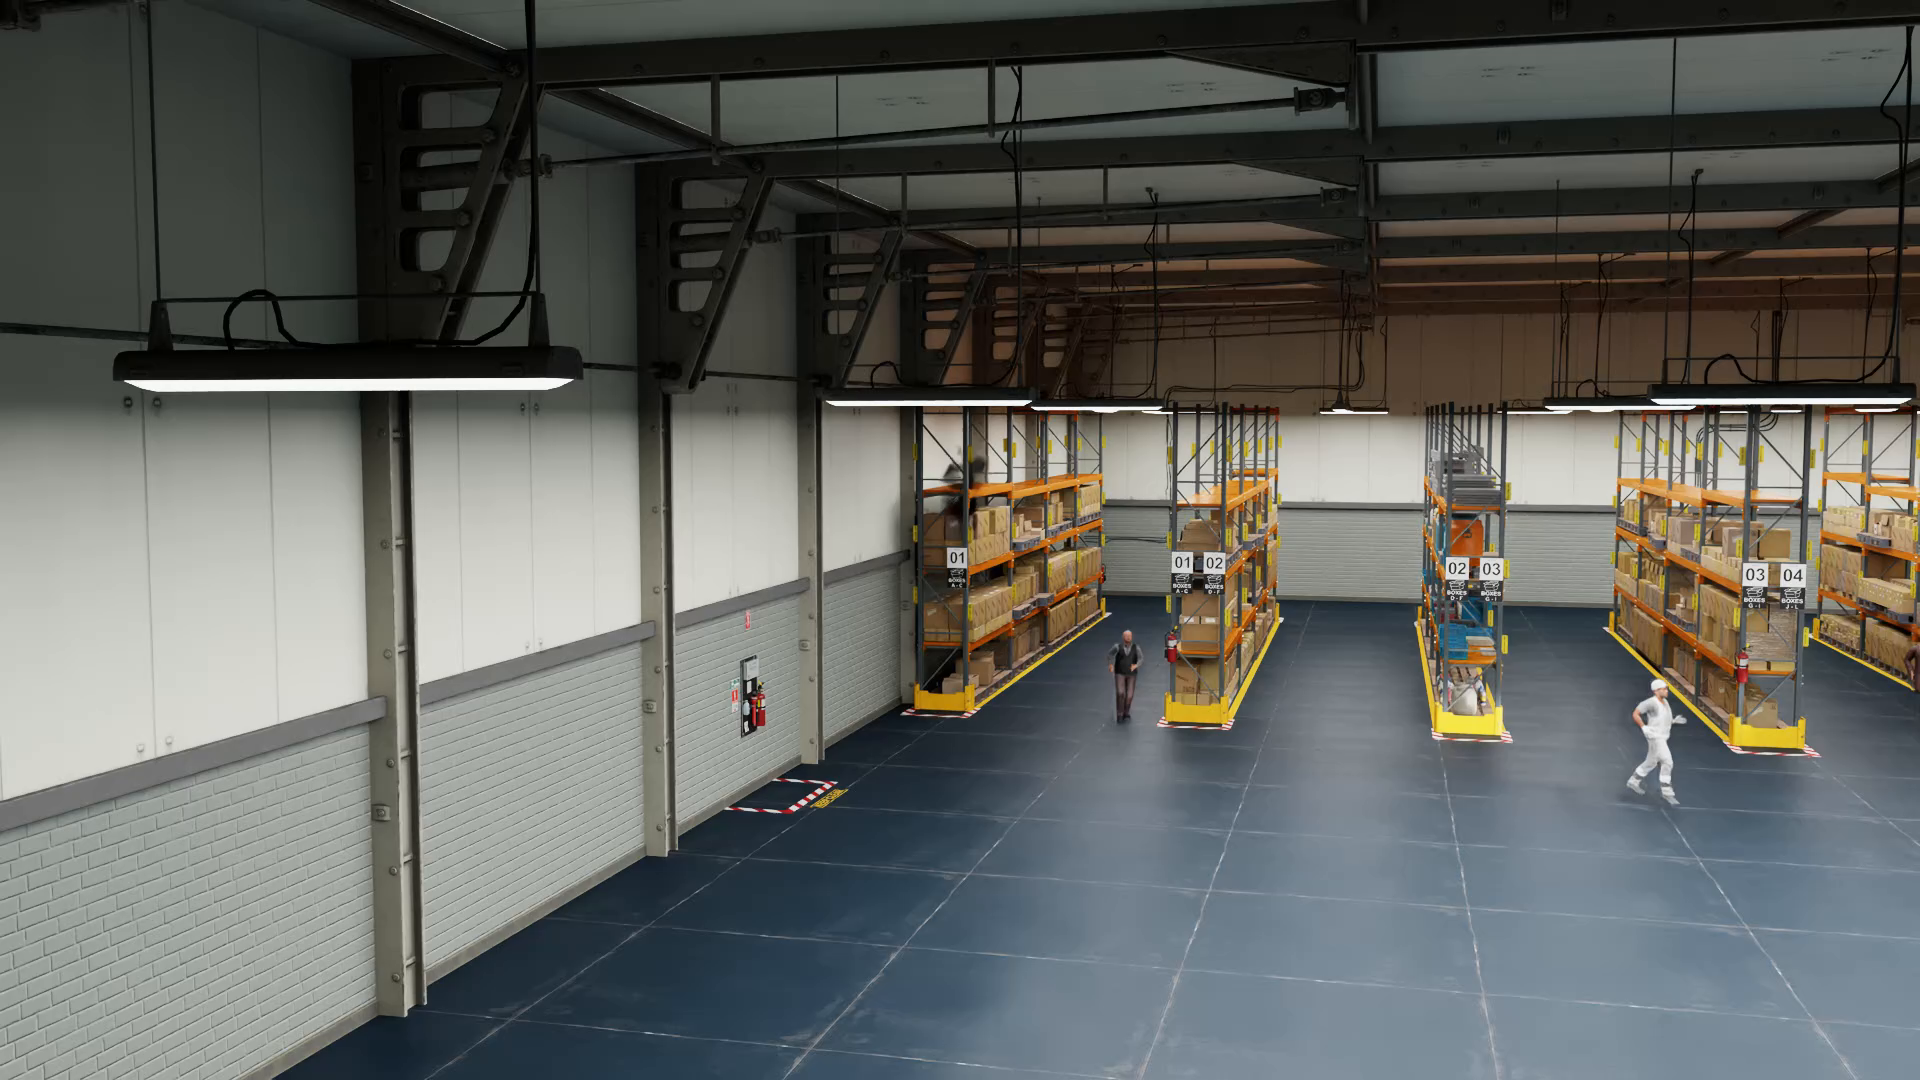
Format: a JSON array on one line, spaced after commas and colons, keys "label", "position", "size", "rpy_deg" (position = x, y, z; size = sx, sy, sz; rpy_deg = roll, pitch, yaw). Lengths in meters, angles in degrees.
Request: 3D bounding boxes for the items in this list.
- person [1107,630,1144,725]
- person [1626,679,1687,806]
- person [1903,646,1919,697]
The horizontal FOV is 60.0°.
[{"label": "person", "position": [3.125, 2.580, 31.280], "size": [0.683, 1.747, 0.685], "rpy_deg": [0, 4, -1]}, {"label": "person", "position": [10.374, 2.992, 24.794], "size": [0.838, 1.842, 0.634], "rpy_deg": [4, 6, 41]}, {"label": "person", "position": [17.842, 2.585, 30.719], "size": [0.712, 1.761, 0.850], "rpy_deg": [2, 4, 20]}]
